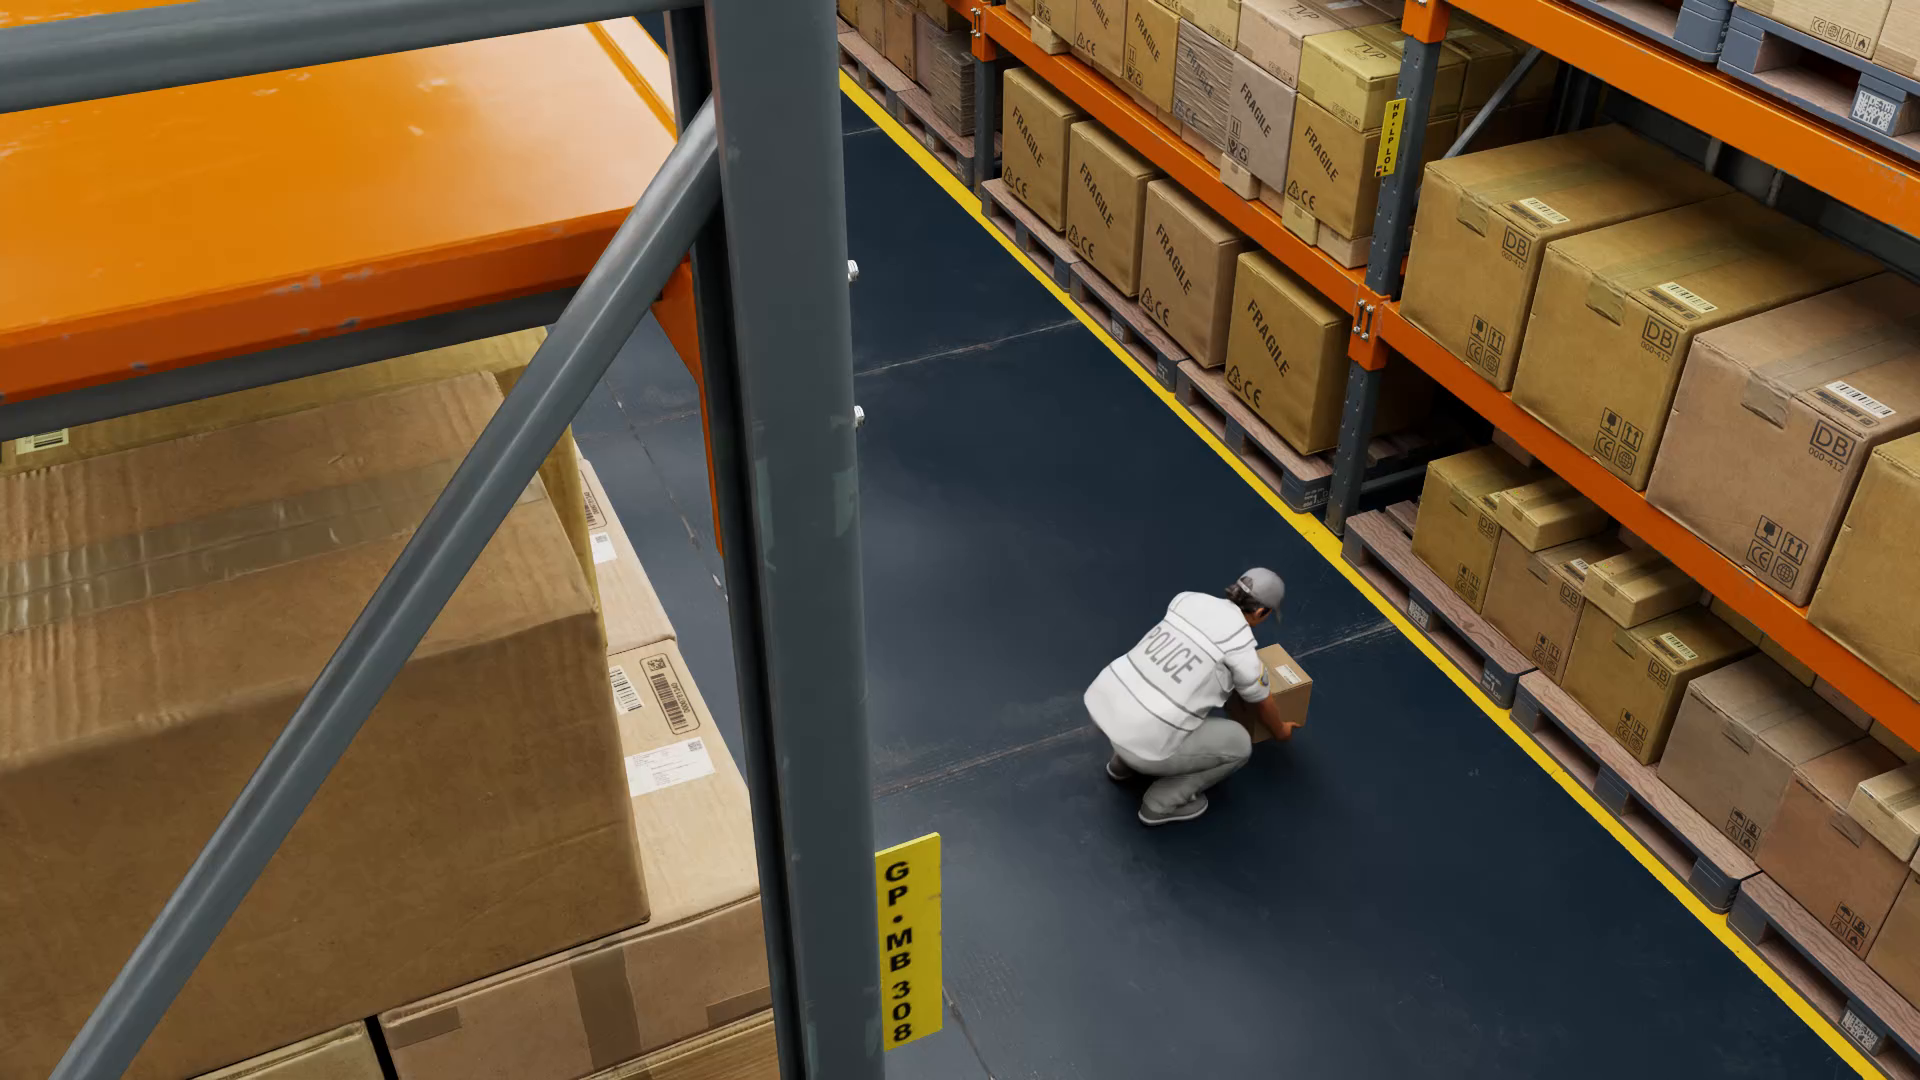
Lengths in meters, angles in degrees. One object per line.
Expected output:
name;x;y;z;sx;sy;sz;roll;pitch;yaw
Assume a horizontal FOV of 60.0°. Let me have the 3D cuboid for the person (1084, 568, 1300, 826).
person;0.910;0.598;6.473;0.883;0.947;0.509;-17;41;-21
